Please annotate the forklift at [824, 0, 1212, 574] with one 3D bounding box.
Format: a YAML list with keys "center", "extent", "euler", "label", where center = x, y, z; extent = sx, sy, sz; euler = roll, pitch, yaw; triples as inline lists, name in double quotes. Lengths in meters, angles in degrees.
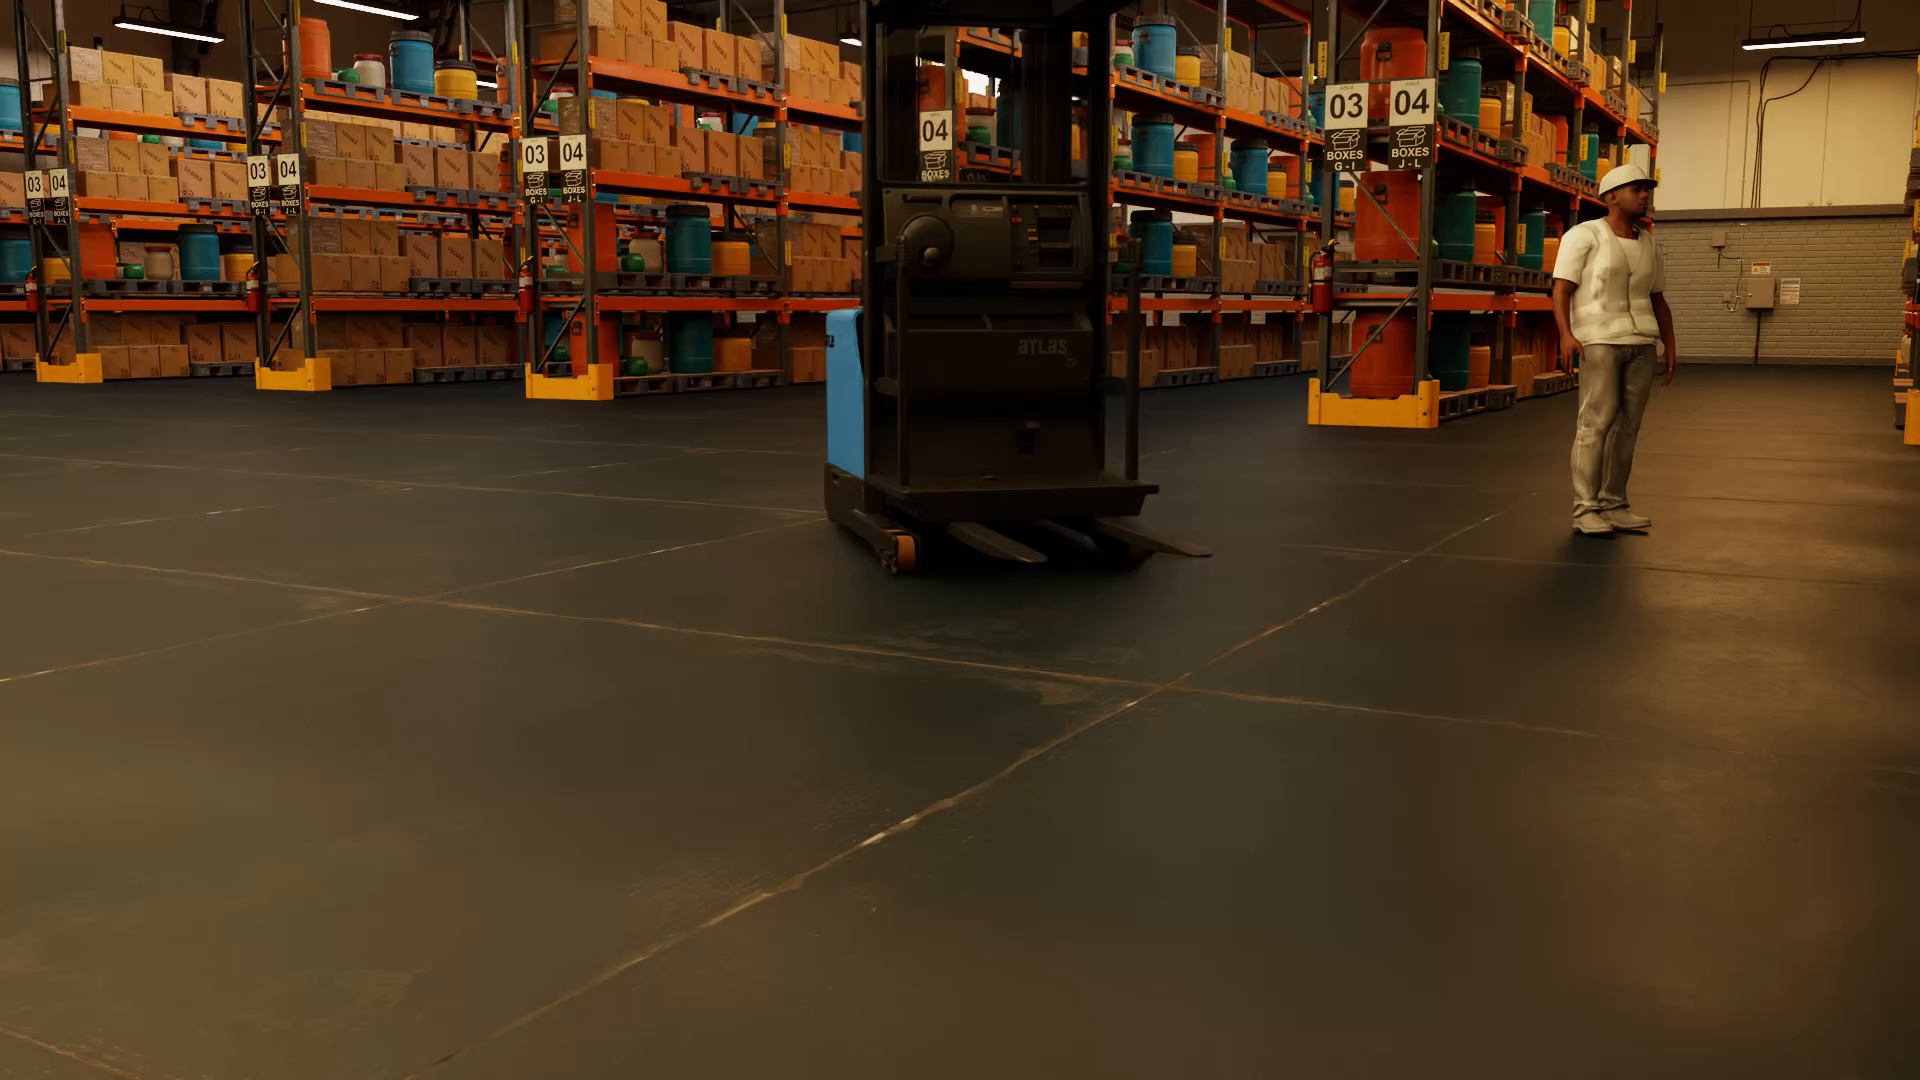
- center: [0.179, -1.368, 7.009]
  extent: [1.130, 2.935, 3.031]
  euler: [-2, 8, -14]
  label: "forklift"

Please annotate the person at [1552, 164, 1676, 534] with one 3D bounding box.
- center: [3.224, -0.932, 8.058]
  extent: [0.666, 1.765, 0.578]
  euler: [-2, 8, -17]
  label: "person"
